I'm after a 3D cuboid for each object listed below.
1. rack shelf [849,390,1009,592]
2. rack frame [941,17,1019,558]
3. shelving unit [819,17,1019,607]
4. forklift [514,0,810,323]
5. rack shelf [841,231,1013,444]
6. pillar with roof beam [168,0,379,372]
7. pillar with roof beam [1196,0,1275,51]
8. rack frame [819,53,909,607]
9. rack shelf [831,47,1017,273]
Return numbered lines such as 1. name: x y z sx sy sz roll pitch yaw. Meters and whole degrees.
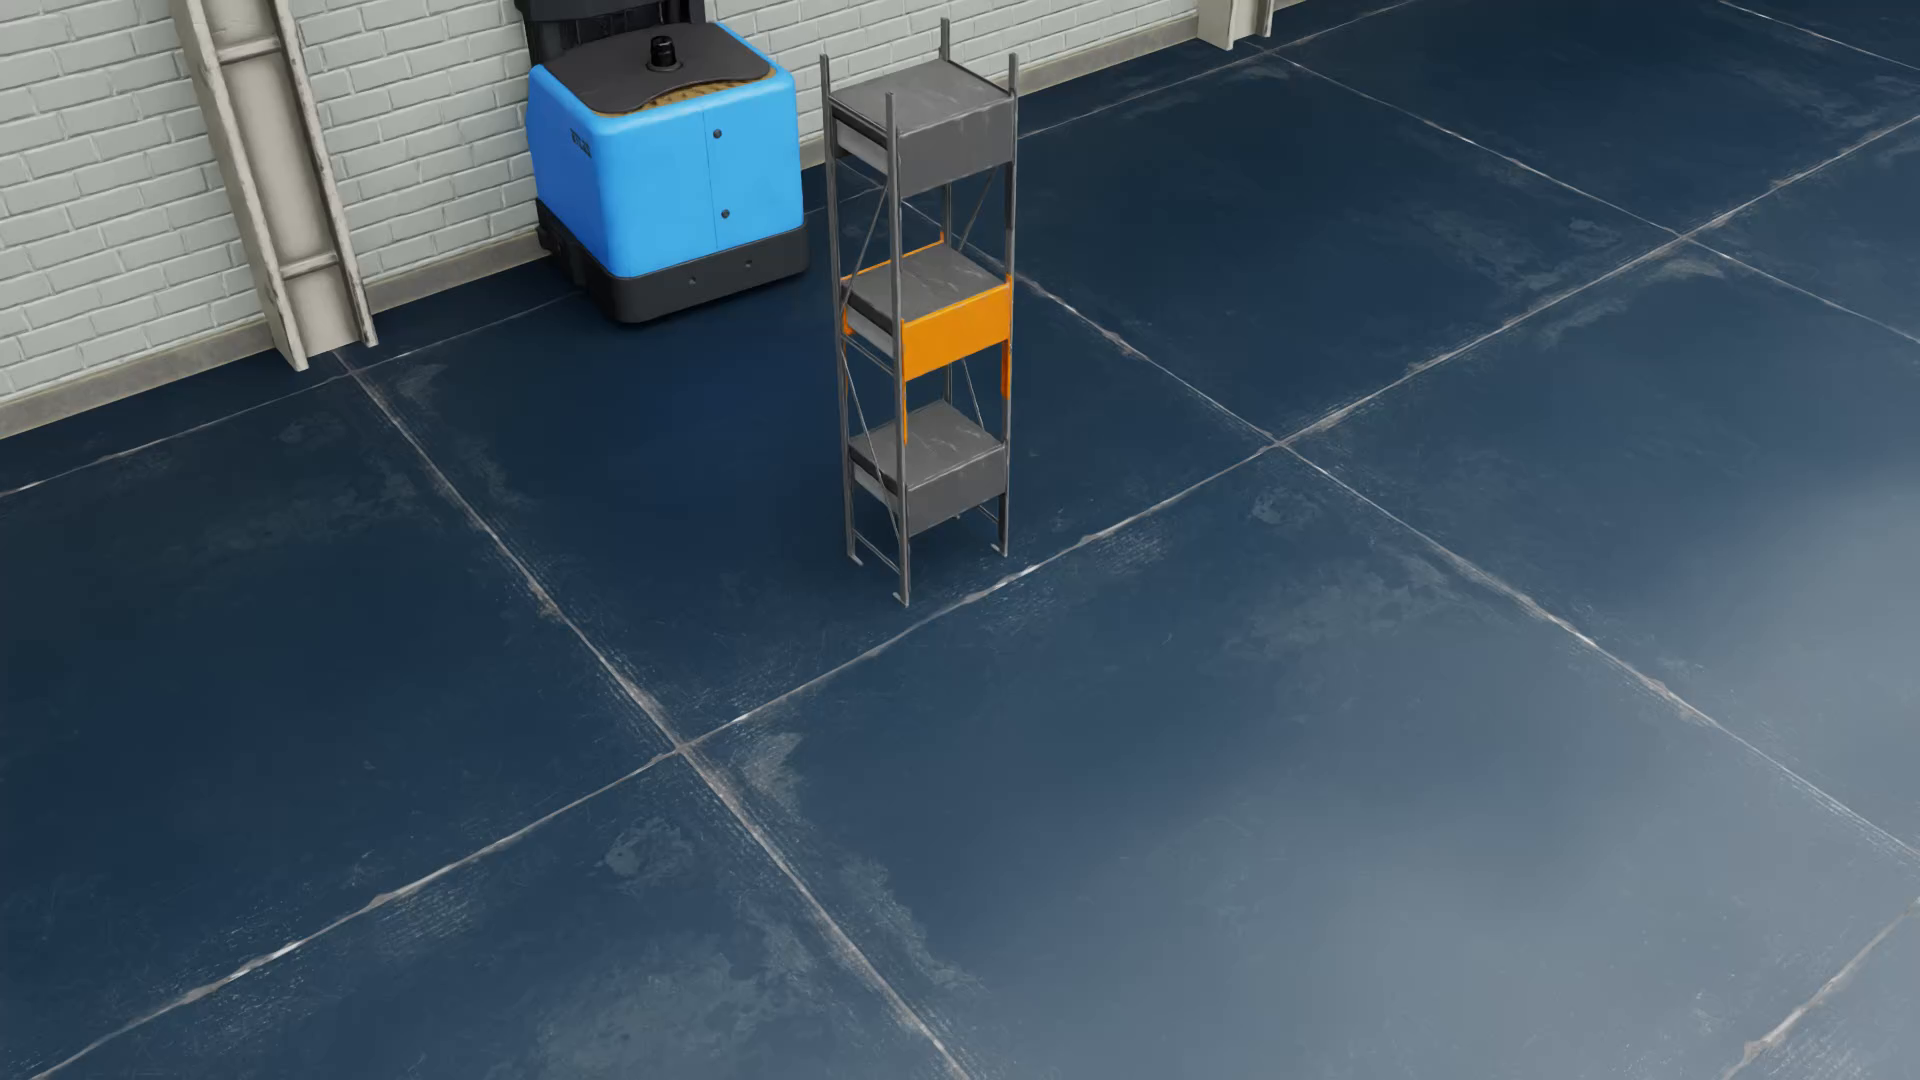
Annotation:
1. rack shelf: -0.131 -0.196 6.459 0.480 0.518 0.431 -26 46 -28
2. rack frame: 0.062 -0.842 6.121 0.015 2.100 0.400 -26 46 -28
3. shelving unit: -0.131 -0.748 6.006 0.503 2.100 0.431 -26 46 -28
4. forklift: -1.972 -3.067 8.177 1.130 2.935 3.031 -22 44 -25
5. rack shelf: -0.131 -0.737 6.015 0.480 0.518 0.431 -26 46 -28
6. pillar with roof beam: -0.381 -2.245 2.391 0.400 9.000 9.100 -26 46 -28
7. pillar with roof beam: 4.376 -4.564 5.218 0.400 9.000 9.100 -26 46 -28
8. rack frame: -0.325 -0.654 5.891 0.015 2.100 0.400 -26 46 -28
9. rack shelf: -0.131 -1.278 5.571 0.480 0.518 0.431 -26 46 -28
